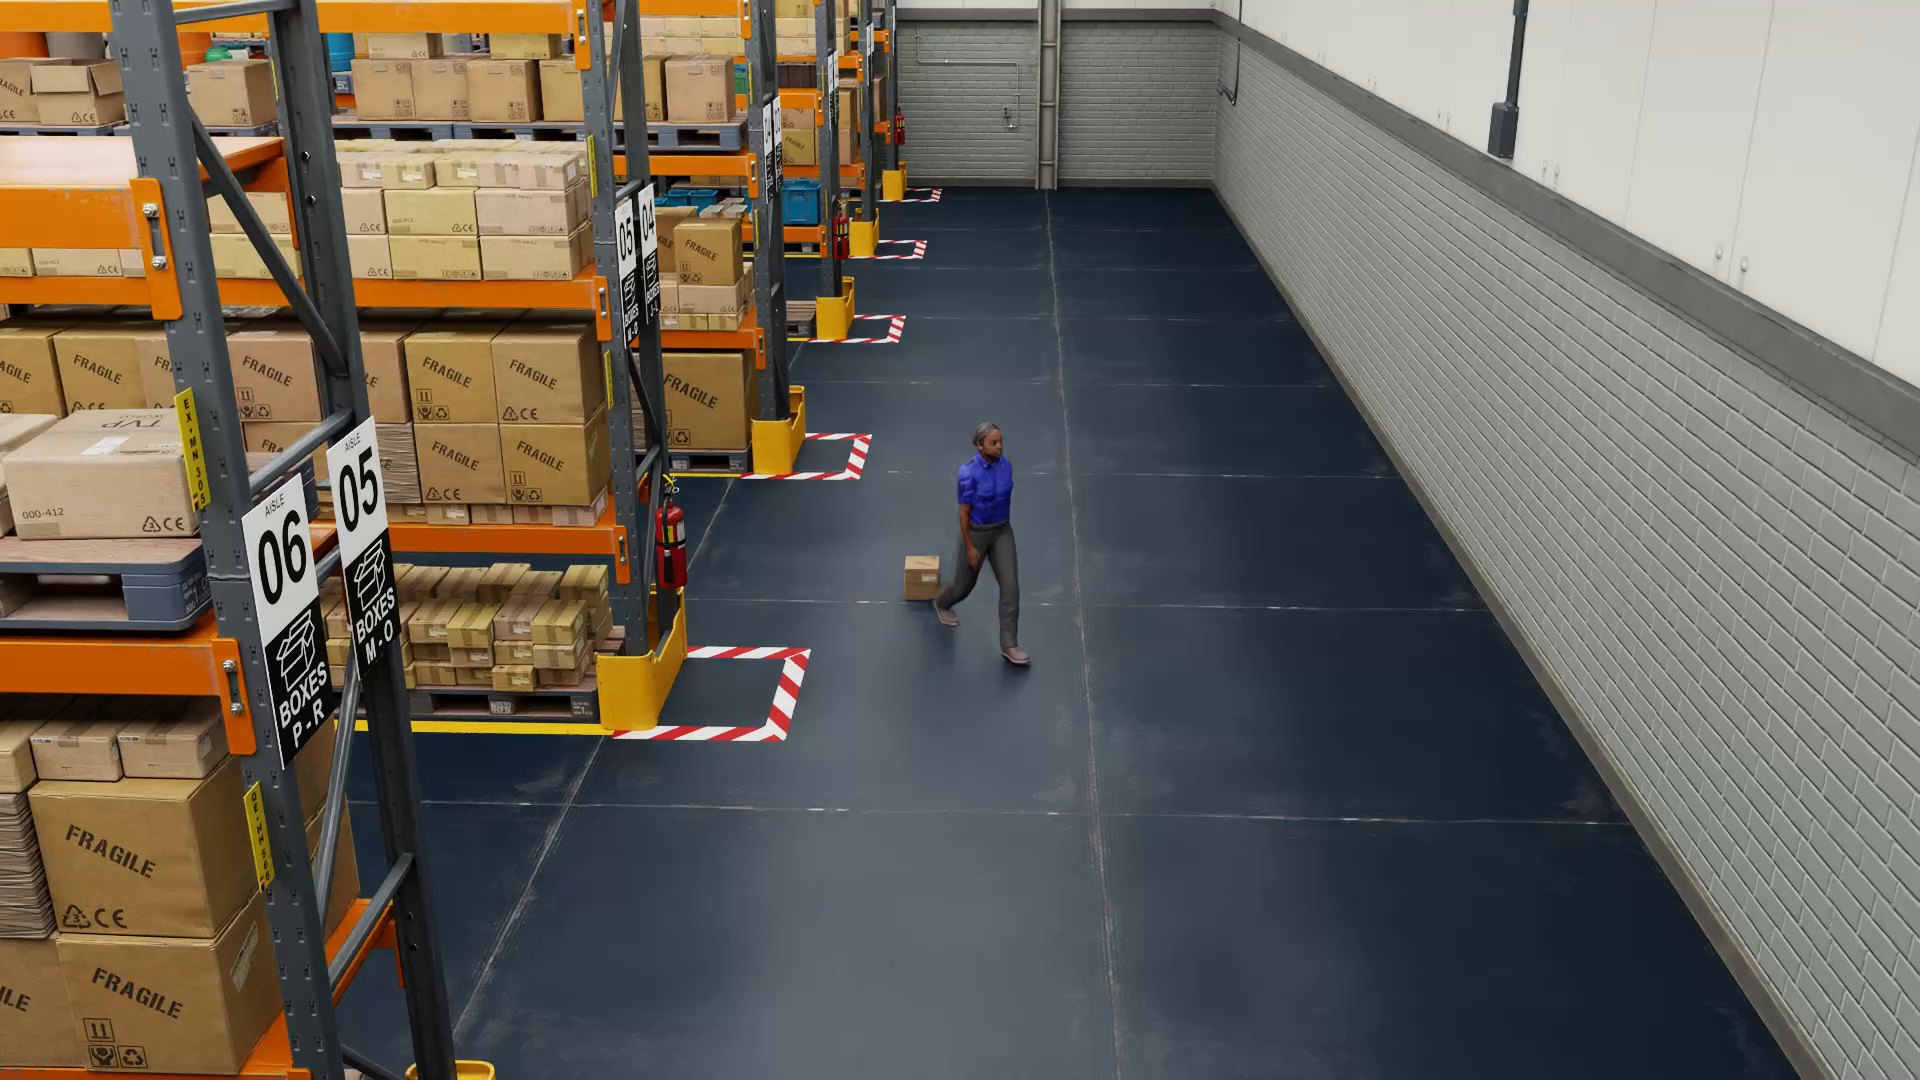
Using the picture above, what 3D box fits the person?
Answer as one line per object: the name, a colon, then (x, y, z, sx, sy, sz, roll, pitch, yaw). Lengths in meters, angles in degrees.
person: (0.152, -0.035, 11.178, 0.435, 1.610, 0.961, -12, 24, -28)
